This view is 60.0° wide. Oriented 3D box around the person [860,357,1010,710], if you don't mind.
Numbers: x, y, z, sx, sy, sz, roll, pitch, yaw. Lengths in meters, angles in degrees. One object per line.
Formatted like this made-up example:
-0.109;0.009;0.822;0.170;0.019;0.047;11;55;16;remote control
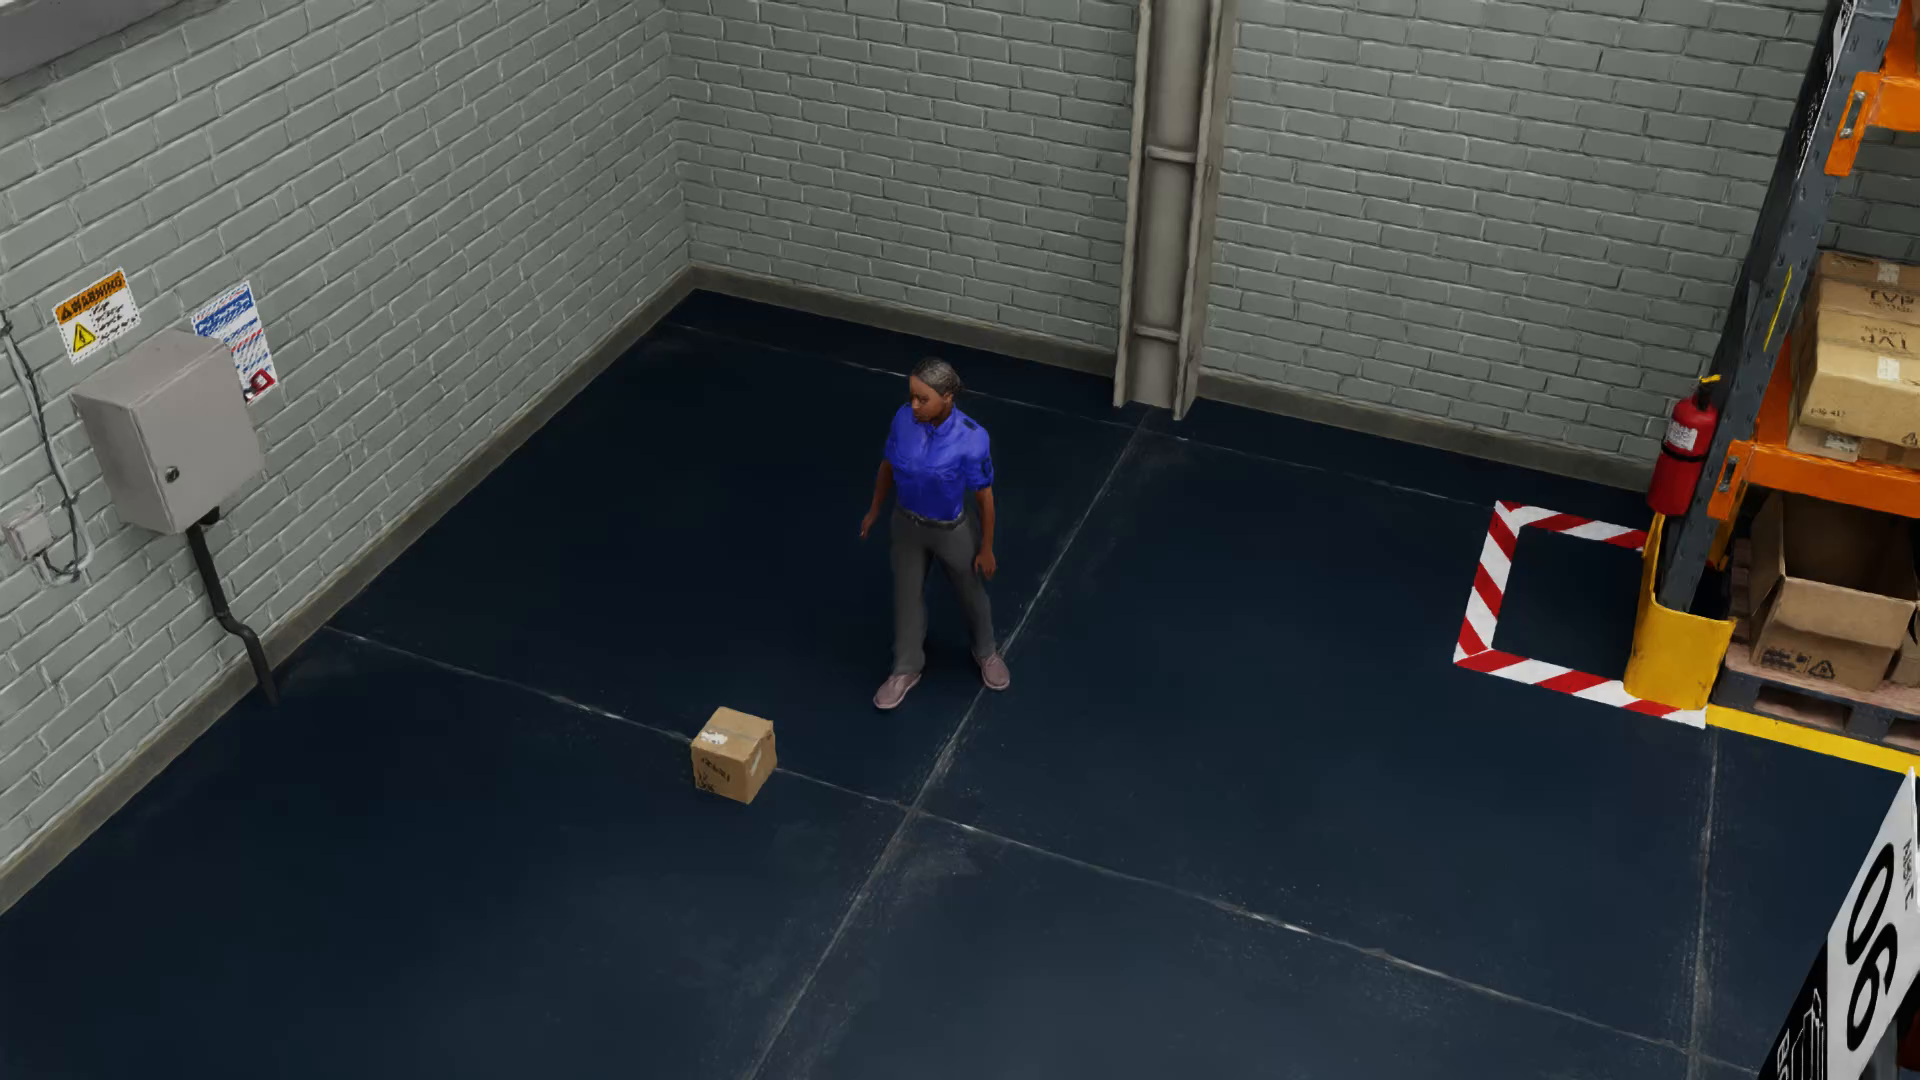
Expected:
-0.121;-0.034;6.840;0.648;1.646;0.566;16;41;20;person
